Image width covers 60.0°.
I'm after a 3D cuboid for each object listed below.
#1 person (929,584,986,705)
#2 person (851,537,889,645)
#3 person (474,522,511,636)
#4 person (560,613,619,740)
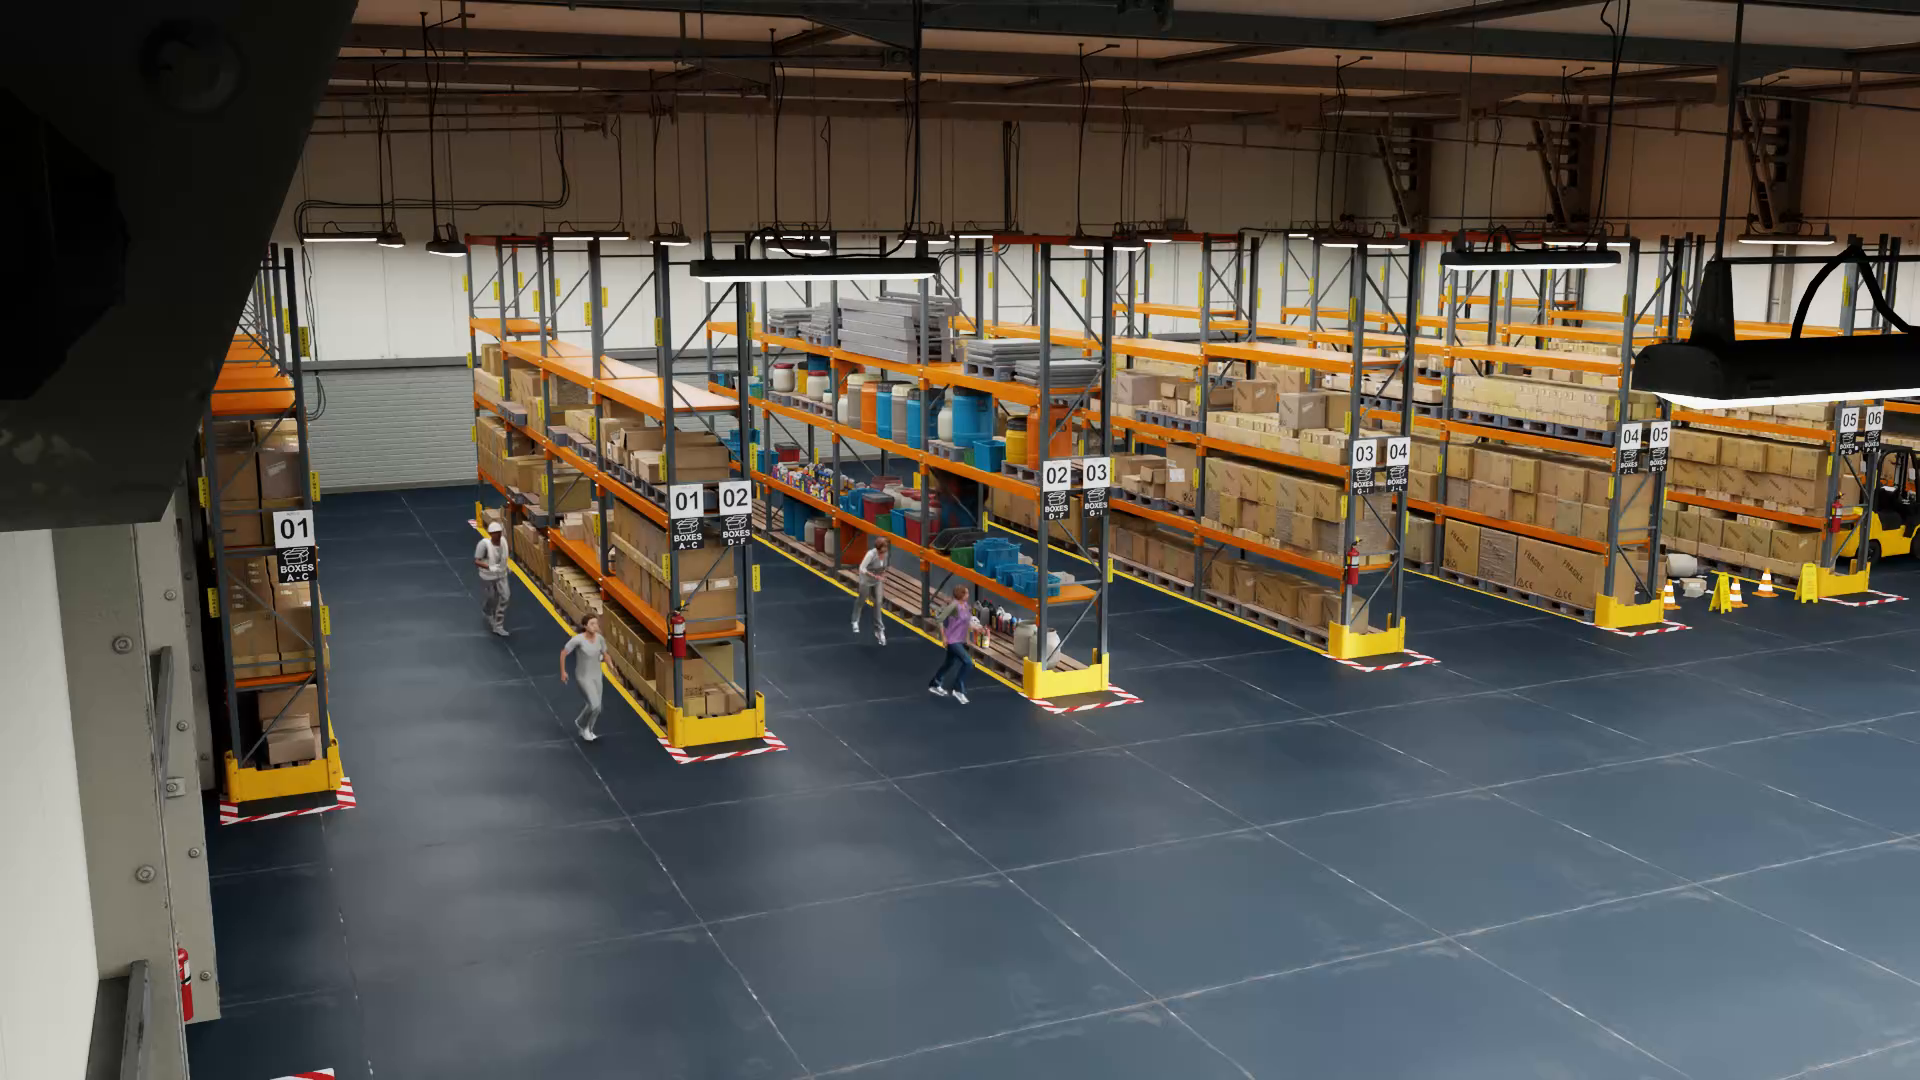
[{"bbox_3d":[-0.059,1.368,21.941,0.797,1.622,0.443,4,12,18],"label":"person"},{"bbox_3d":[-1.315,0.683,24.267,0.576,1.583,0.862,-9,14,-40],"label":"person"},{"bbox_3d":[-7.213,0.565,25.561,0.652,1.753,0.863,-10,15,-41],"label":"person"},{"bbox_3d":[-4.491,1.682,20.211,0.667,1.612,0.562,10,15,41],"label":"person"}]
